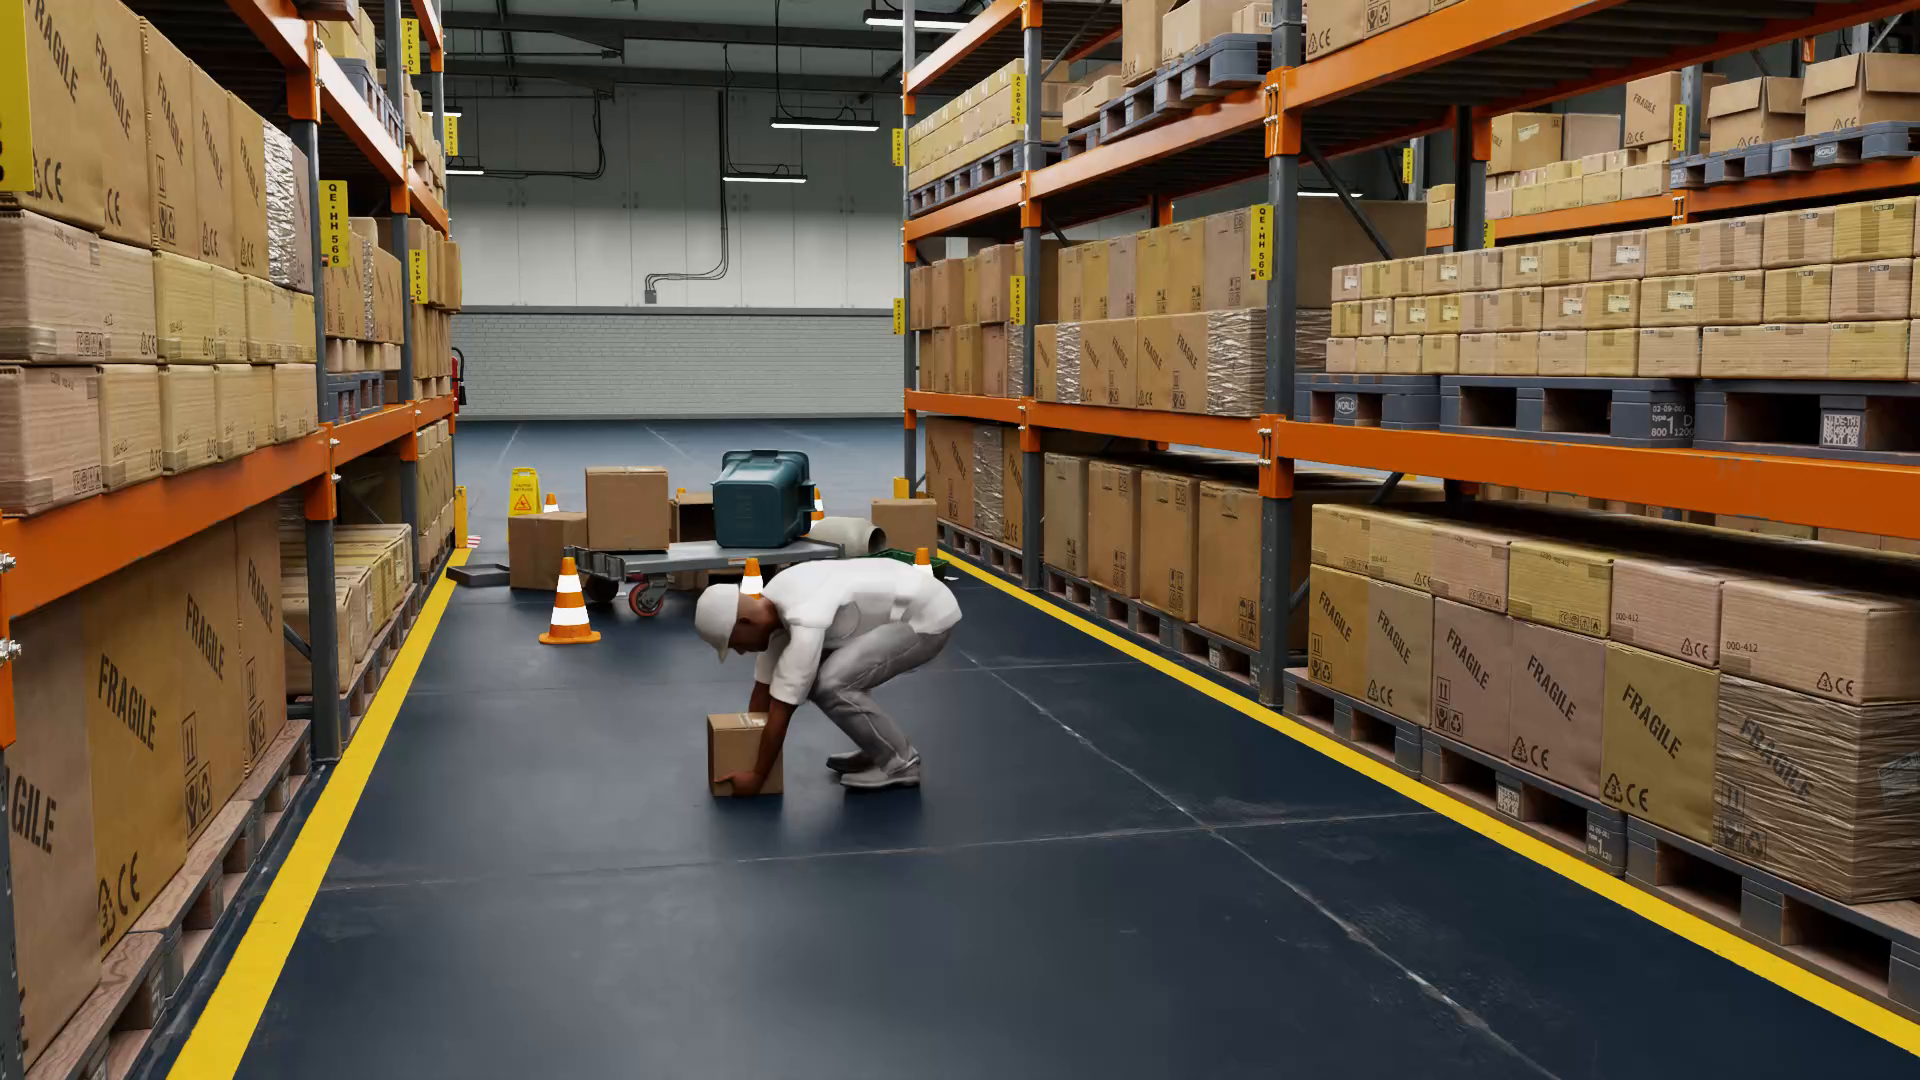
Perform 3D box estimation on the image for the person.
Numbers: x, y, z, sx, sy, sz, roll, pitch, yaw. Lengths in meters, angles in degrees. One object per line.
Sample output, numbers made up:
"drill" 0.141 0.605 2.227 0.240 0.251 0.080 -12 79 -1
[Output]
"person" -0.485 0.500 6.152 0.980 0.850 0.518 -2 6 -16
